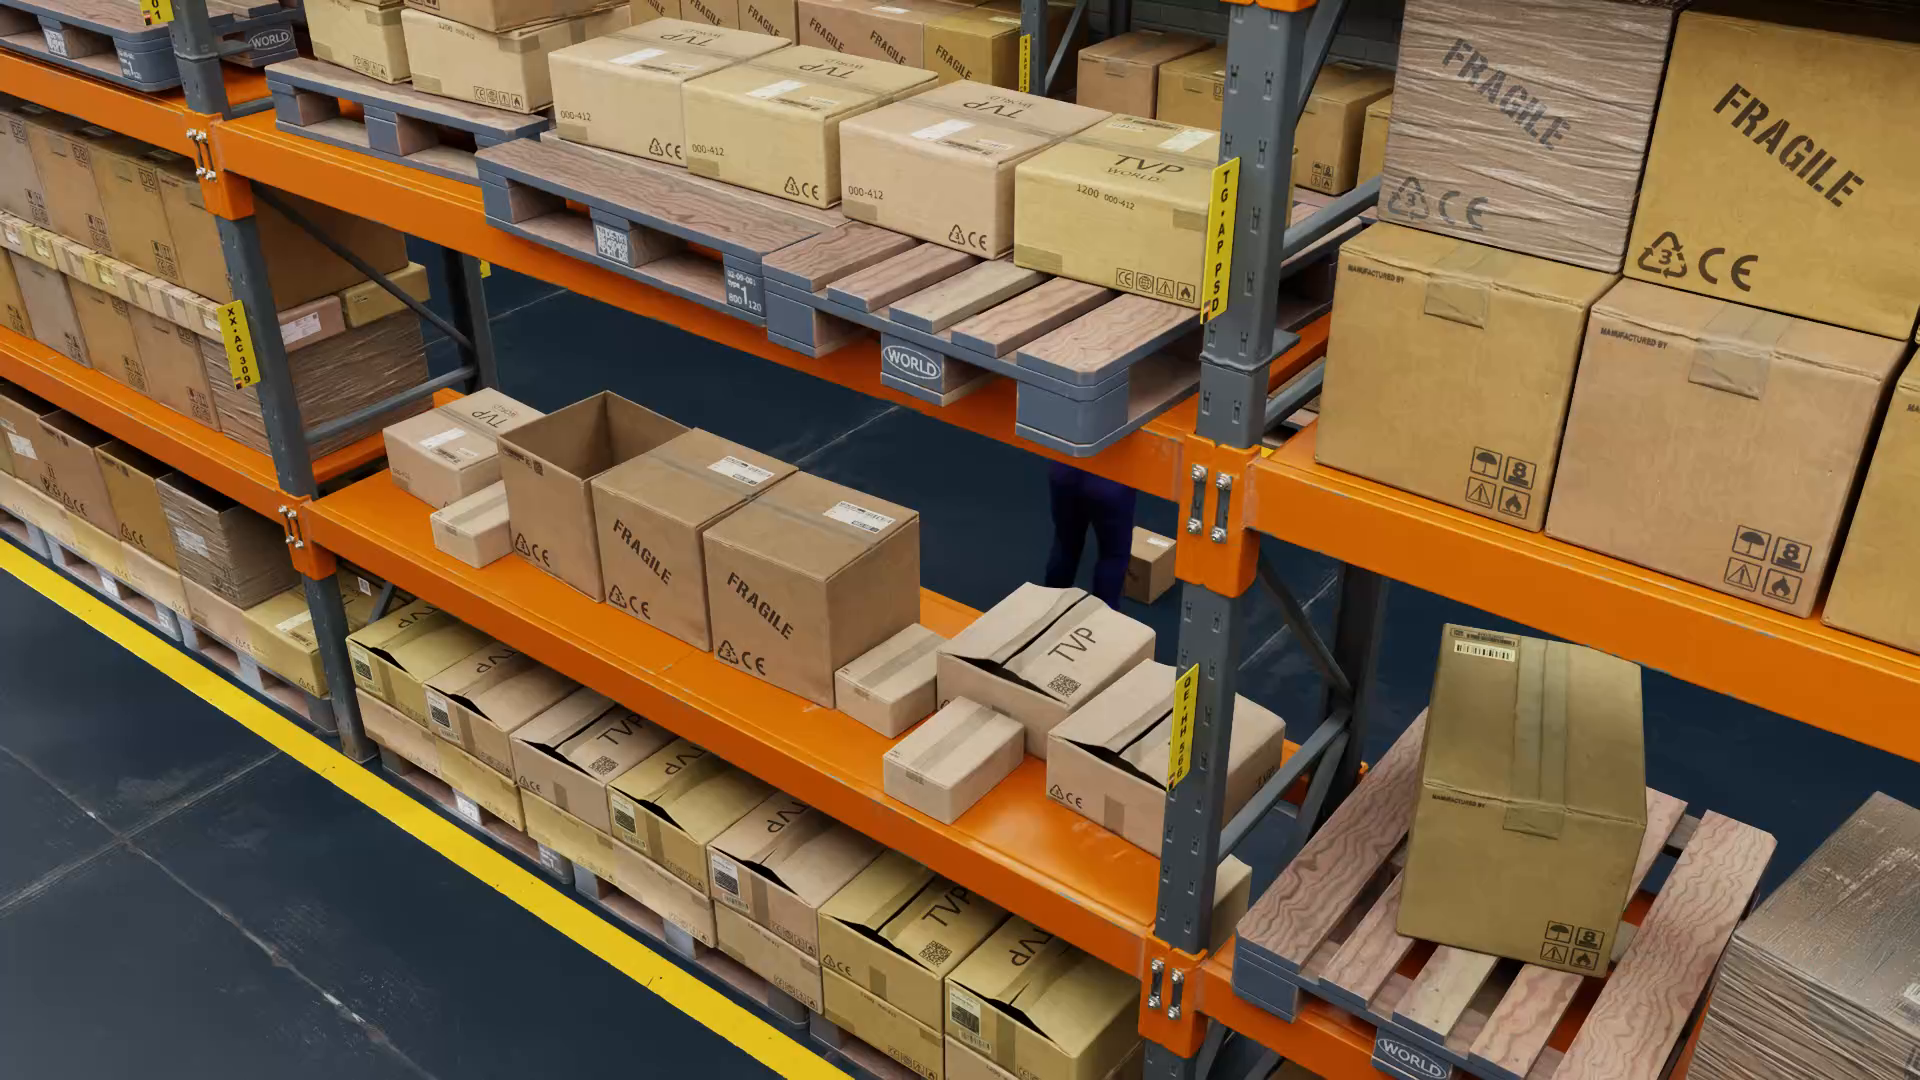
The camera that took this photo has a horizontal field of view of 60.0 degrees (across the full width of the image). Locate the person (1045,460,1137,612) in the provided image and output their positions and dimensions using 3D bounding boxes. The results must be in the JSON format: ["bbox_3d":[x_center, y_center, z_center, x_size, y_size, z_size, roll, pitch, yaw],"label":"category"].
[{"bbox_3d":[0.614,-0.279,7.618,0.469,1.653,0.330,22,38,32],"label":"person"}]
